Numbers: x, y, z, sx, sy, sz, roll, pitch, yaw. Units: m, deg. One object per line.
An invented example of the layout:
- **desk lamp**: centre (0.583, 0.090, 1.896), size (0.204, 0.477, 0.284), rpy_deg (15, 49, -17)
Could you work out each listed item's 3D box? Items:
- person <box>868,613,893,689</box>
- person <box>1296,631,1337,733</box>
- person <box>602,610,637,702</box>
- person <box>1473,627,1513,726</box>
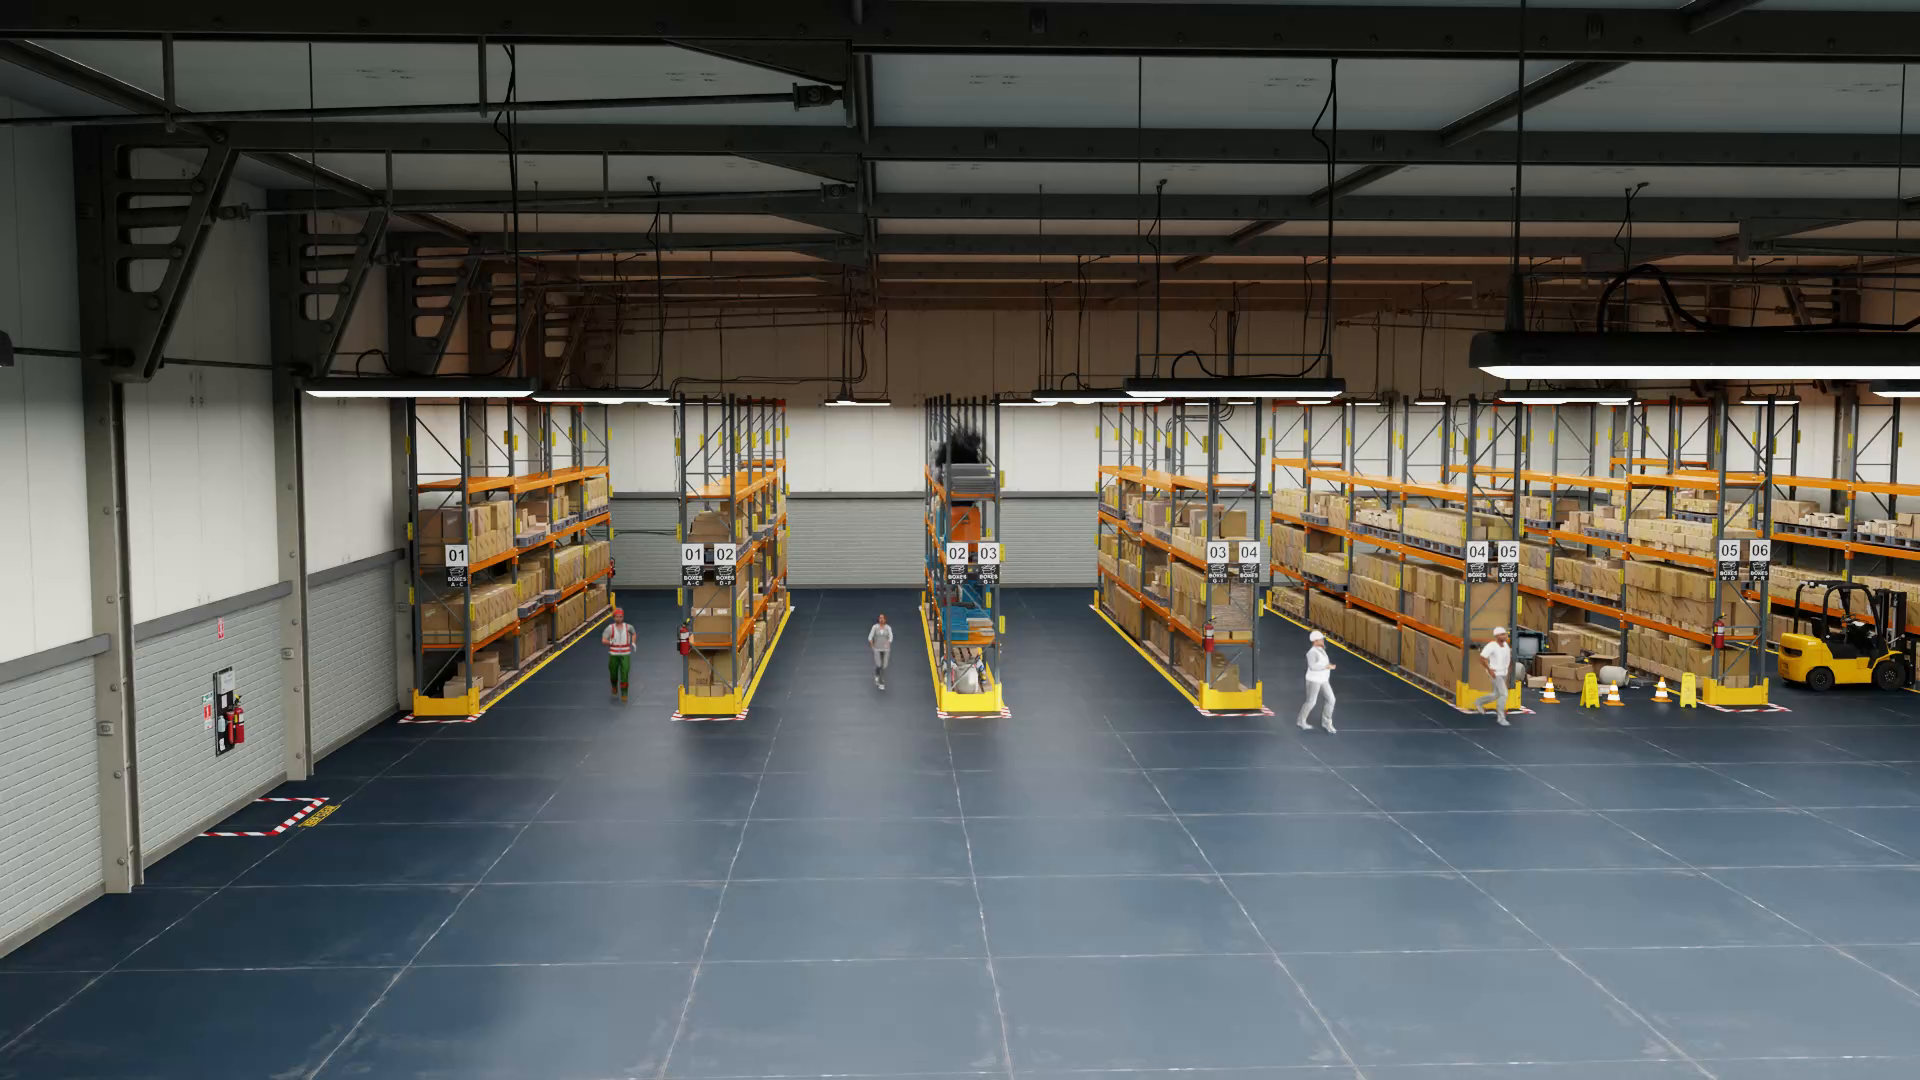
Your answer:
- **person**: centre (-1.606, 2.271, 33.871), size (0.503, 1.559, 0.493), rpy_deg (-1, 5, -8)
- **person**: centre (6.320, 2.513, 29.399), size (0.744, 1.822, 0.659), rpy_deg (4, 6, 40)
- **person**: centre (-6.661, 2.239, 32.541), size (0.668, 1.765, 0.998), rpy_deg (-1, 5, -14)
- **person**: centre (9.757, 2.453, 30.336), size (0.716, 1.774, 0.827), rpy_deg (-4, 6, -41)
